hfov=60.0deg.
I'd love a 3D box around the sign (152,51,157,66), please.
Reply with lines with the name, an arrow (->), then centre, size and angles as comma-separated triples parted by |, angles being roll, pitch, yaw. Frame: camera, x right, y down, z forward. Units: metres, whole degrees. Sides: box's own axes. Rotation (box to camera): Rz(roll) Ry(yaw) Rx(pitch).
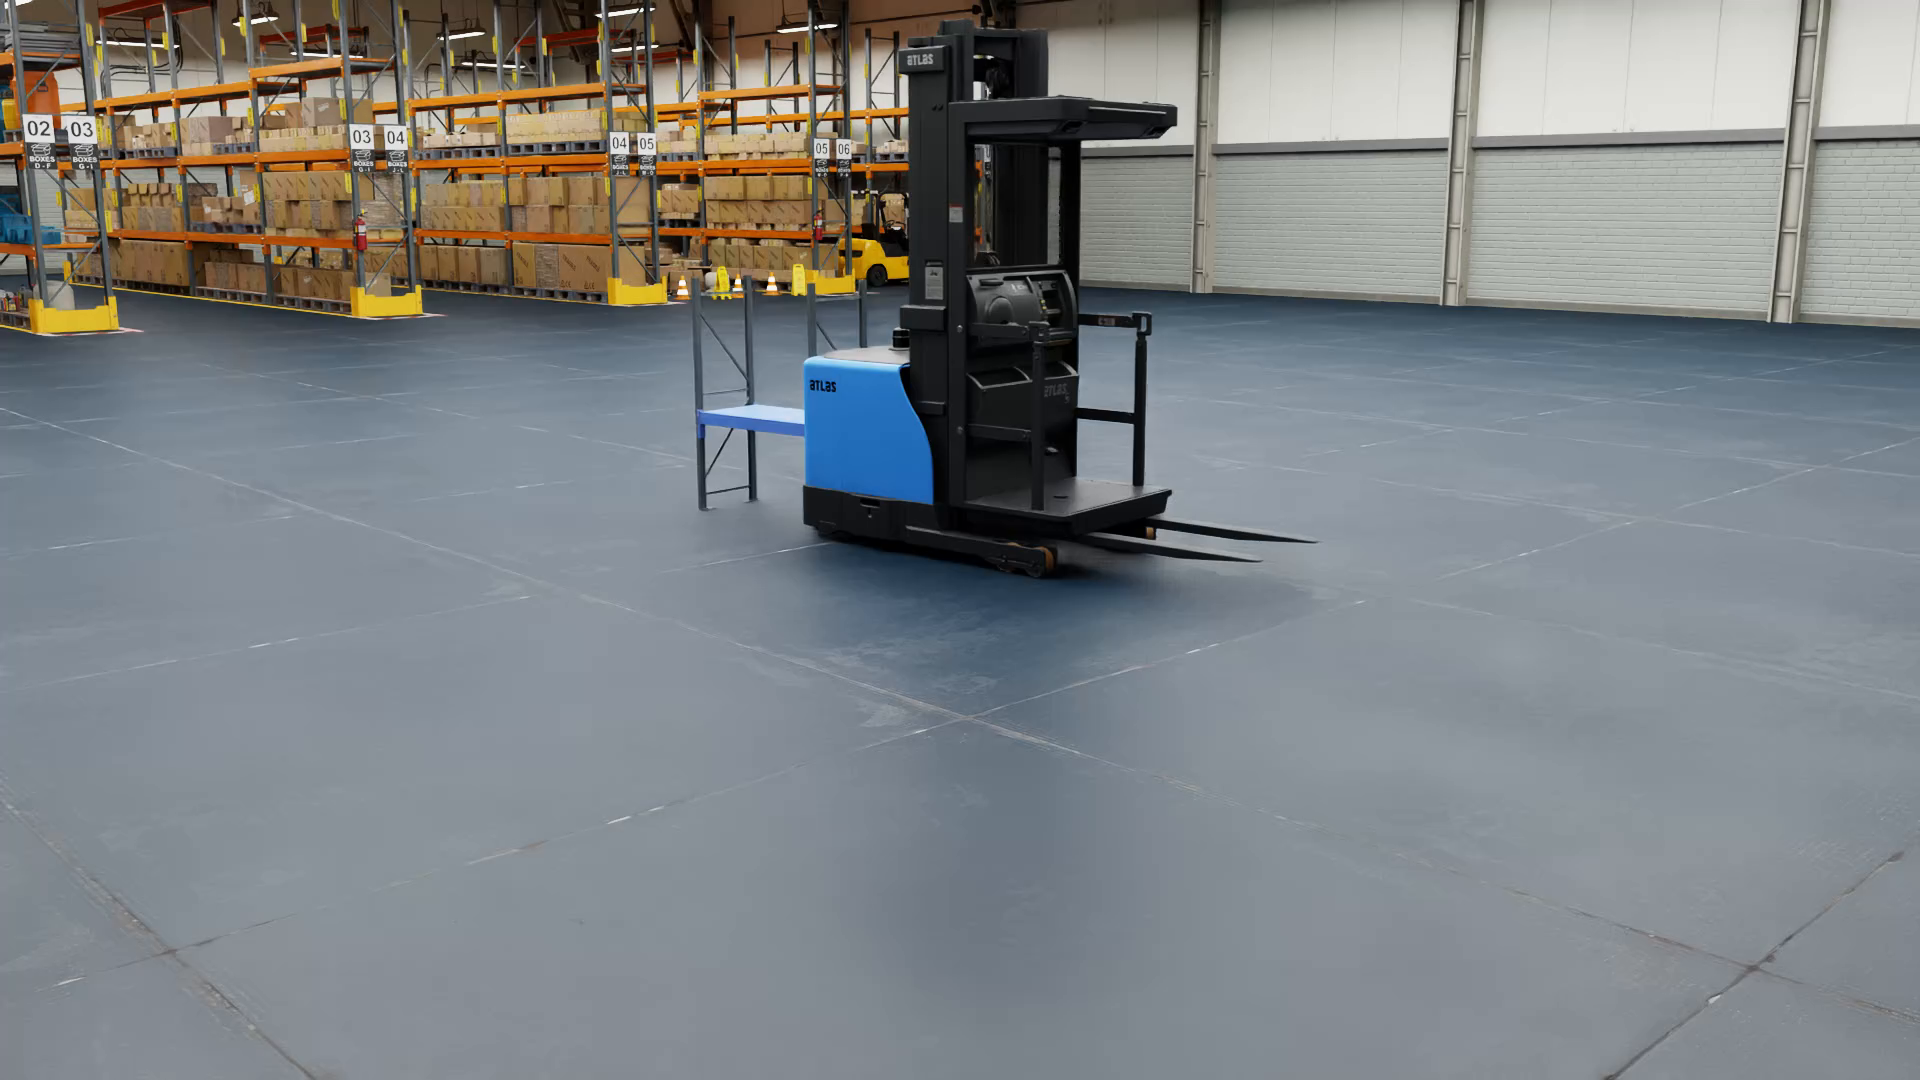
sign -> -17.786, -10.626, 36.678 | 0.100, 0.325, 0.005 | -11, 16, -43

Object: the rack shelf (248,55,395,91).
rack shelf -> -11.265, -8.239, 29.394 | 1.077, 0.370, 4.000 | -11, 16, -43

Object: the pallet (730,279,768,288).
pallet -> -4.989, -5.869, 37.876 | 1.003, 0.211, 1.213 | -11, 16, -43

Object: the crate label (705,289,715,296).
crate label -> -5.102, -5.127, 34.457 | 0.298, 0.136, 0.250 | 3, 12, 16

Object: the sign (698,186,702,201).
sign -> -5.877, -7.817, 37.551 | 0.100, 0.325, 0.005 | -11, 16, -43

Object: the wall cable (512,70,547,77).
wall cable -> -13.150, -16.436, 53.604 | 2.988, 3.039, 0.133 | -11, 16, -43

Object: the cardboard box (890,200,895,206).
cardboard box -> -1.481, -8.232, 40.579 | 0.380, 0.149, 0.250 | -11, 16, -43

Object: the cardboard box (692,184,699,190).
cardboard box -> -6.372, -8.308, 39.170 | 0.380, 0.149, 0.250 | -10, 15, -39

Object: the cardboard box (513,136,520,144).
cardboard box -> -8.803, -8.086, 33.627 | 0.380, 0.149, 0.250 | -11, 16, -42

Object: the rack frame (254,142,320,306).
rack frame -> -12.646, -5.947, 31.343 | 1.000, 3.000, 0.127 | -11, 16, -43

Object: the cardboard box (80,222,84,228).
cardboard box -> -20.215, -7.328, 38.668 | 0.380, 0.149, 0.250 | -11, 16, -44

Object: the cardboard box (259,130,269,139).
cardboard box -> -12.644, -7.448, 30.577 | 0.250, 0.149, 0.380 | 11, 16, 44

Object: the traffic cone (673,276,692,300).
traffic cone -> -5.566, -5.073, 33.386 | 0.336, 0.463, 0.334 | -11, 16, -43

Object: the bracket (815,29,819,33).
bracket -> -3.645, -13.252, 43.011 | 0.235, 0.232, 0.430 | -11, 16, -43

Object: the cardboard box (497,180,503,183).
cardboard box -> -12.101, -9.510, 44.303 | 0.380, 0.149, 0.250 | -11, 16, -43

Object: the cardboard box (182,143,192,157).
cardboard box -> -15.268, -7.822, 33.384 | 0.500, 0.250, 0.500 | -11, 16, -42

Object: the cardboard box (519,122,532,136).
cardboard box -> -8.504, -8.236, 33.364 | 0.500, 0.250, 0.500 | -11, 16, -43

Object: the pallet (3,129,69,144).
pallet -> -13.966, -6.184, 25.528 | 1.003, 0.211, 1.213 | -11, 16, -43

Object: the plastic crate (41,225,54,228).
plastic crate -> -15.268, -5.060, 27.408 | 0.499, 0.251, 0.616 | -11, 16, -43

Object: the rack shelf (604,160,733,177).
rack shelf -> -6.860, -8.737, 39.233 | 1.077, 0.370, 4.000 | -11, 16, -43

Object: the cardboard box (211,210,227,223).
cardboard box -> -14.417, -6.386, 32.807 | 0.500, 0.250, 0.500 | 11, 16, 44

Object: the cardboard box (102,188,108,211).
cardboard box -> -19.024, -7.658, 37.422 | 0.500, 0.500, 0.500 | -11, 16, -42

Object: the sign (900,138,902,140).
sign -> -1.491, -9.859, 41.420 | 0.100, 0.325, 0.005 | -11, 16, -43

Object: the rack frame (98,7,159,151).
rack frame -> -18.171, -10.053, 36.405 | 1.000, 3.000, 0.127 | -11, 16, -43

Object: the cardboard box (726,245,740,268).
cardboard box -> -4.888, -6.354, 37.234 | 0.500, 0.500, 0.500 | -10, 15, -40

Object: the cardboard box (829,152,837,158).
cardboard box -> -2.710, -8.184, 35.390 | 0.380, 0.149, 0.250 | -11, 16, -42

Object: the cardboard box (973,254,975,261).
cardboard box -> 0.309, -6.568, 38.891 | 0.500, 0.250, 0.500 | -11, 16, -43

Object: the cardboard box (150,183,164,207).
cardboard box -> -16.817, -7.372, 35.528 | 0.797, 0.503, 0.637 | -10, 15, -41

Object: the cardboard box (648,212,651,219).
cardboard box -> -7.203, -7.726, 39.558 | 0.380, 0.149, 0.250 | -10, 15, -40

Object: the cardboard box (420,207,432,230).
cardboard box -> -11.636, -7.153, 36.949 | 0.500, 0.500, 0.500 | -11, 16, -42

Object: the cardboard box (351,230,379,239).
cardboard box -> -10.230, -5.253, 28.597 | 0.380, 0.149, 0.250 | -11, 16, -43

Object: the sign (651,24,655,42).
sign -> -5.821, -9.589, 31.448 | 0.100, 0.325, 0.005 | -11, 16, -43

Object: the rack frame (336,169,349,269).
rack frame -> -14.514, -7.791, 40.293 | 1.000, 3.000, 0.127 | -11, 16, -43

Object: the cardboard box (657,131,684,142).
cardboard box -> -6.692, -9.387, 38.698 | 0.500, 0.250, 0.500 | -11, 16, -42

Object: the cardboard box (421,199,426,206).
cardboard box -> -12.118, -7.715, 38.030 | 0.250, 0.149, 0.380 | 11, 16, 44

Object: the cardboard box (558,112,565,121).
cardboard box -> -7.582, -8.218, 32.293 | 0.380, 0.149, 0.250 | -11, 16, -43

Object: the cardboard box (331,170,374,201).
cardboard box -> -10.442, -6.093, 28.591 | 0.500, 0.500, 0.500 | -11, 16, -43

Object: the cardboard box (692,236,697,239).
cardboard box -> -7.317, -8.552, 46.794 | 0.380, 0.149, 0.250 | -11, 16, -44

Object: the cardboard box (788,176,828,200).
cardboard box -> -3.227, -7.473, 35.286 | 0.500, 0.500, 0.700 | 11, 16, 44

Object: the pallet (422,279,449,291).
pallet -> -11.261, -5.716, 37.132 | 1.003, 0.211, 1.213 | -11, 16, -43

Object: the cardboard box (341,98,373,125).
cardboard box -> -10.714, -7.526, 29.351 | 0.500, 0.500, 0.500 | -11, 16, -43

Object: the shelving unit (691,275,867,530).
shelving unit -> -1.141, -0.901, 10.567 | 1.048, 1.500, 0.538 | 9, 15, 38

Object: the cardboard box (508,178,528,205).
cardboard box -> -8.759, -7.167, 34.218 | 0.875, 0.550, 0.550 | -11, 16, -43

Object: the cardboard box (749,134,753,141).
cardboard box -> -4.364, -8.758, 36.199 | 0.380, 0.149, 0.250 | -10, 16, -41

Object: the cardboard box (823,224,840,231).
cardboard box -> -2.801, -6.700, 35.619 | 0.380, 0.149, 0.250 | -11, 16, -42

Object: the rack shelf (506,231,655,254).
rack shelf -> -7.608, -5.979, 33.282 | 1.077, 0.370, 4.000 | -11, 16, -43

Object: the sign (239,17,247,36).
sign -> -13.043, -9.342, 30.248 | 0.100, 0.325, 0.005 | -11, 16, -43

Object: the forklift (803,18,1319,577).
forklift -> 0.518, -1.355, 9.225 | 3.031, 2.935, 1.130 | 9, 15, 38
